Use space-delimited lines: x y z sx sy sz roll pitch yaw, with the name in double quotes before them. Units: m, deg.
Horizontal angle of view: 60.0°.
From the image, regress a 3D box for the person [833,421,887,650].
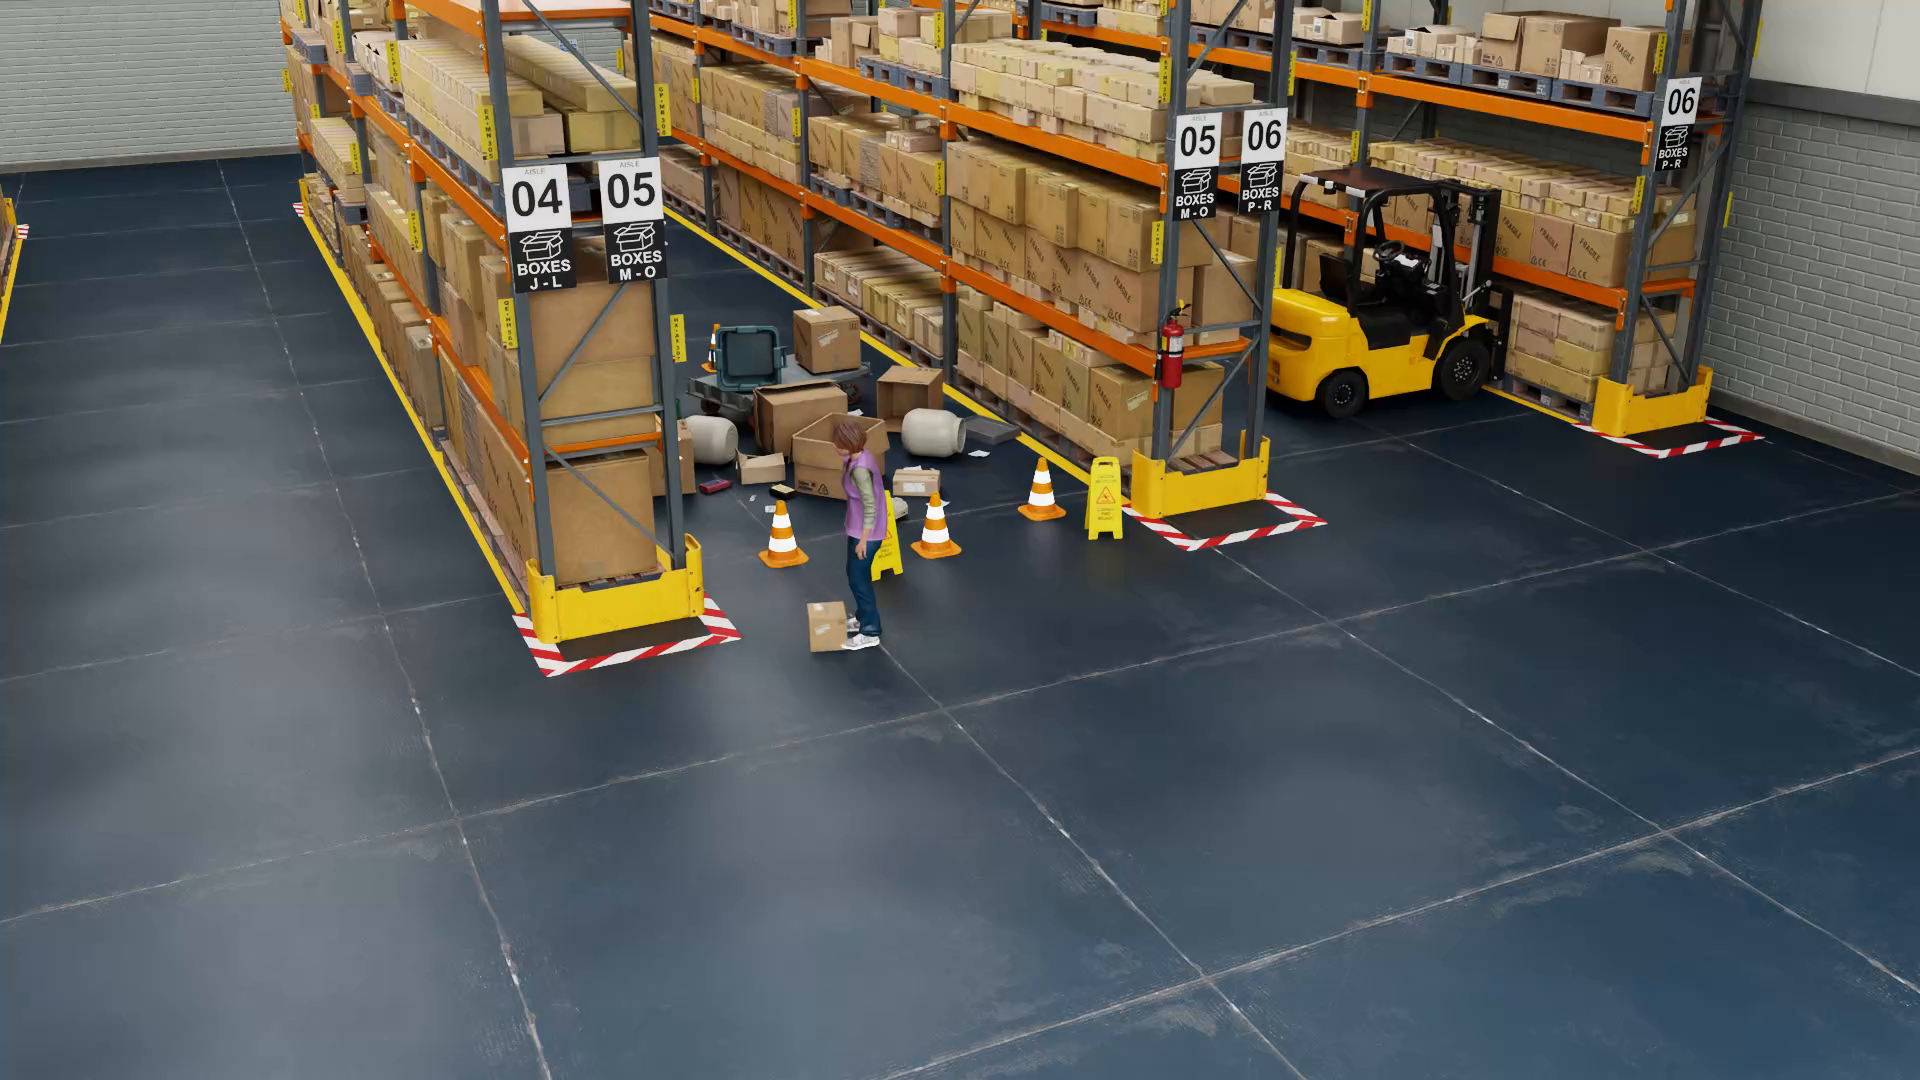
"person" -0.665 -0.046 11.105 0.342 1.593 0.485 -4 23 -10
